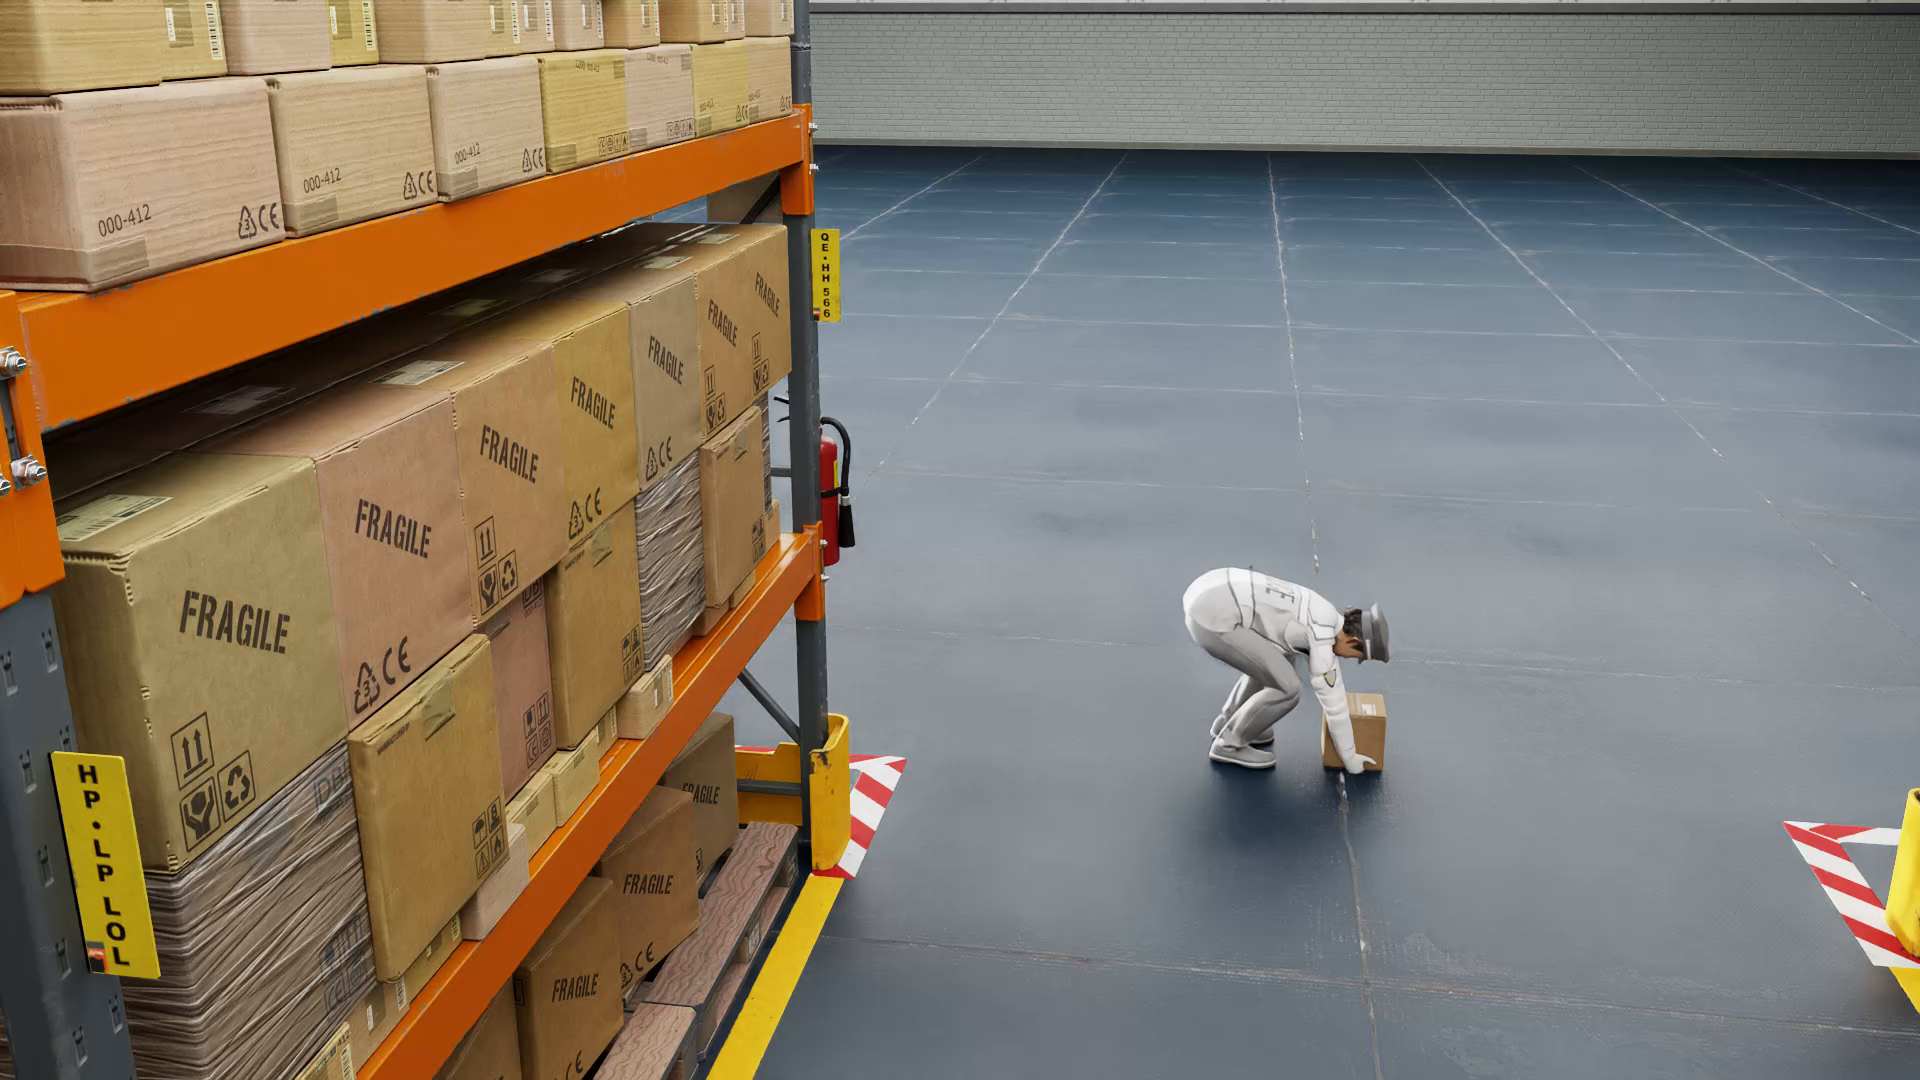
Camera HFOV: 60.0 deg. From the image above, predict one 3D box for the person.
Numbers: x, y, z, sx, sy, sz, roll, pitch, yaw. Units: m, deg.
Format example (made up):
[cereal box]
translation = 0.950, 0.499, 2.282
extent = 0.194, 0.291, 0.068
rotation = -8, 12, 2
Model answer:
[person]
translation = 1.406, 0.551, 7.218
extent = 0.889, 0.842, 0.469
rotation = 2, 18, 6
